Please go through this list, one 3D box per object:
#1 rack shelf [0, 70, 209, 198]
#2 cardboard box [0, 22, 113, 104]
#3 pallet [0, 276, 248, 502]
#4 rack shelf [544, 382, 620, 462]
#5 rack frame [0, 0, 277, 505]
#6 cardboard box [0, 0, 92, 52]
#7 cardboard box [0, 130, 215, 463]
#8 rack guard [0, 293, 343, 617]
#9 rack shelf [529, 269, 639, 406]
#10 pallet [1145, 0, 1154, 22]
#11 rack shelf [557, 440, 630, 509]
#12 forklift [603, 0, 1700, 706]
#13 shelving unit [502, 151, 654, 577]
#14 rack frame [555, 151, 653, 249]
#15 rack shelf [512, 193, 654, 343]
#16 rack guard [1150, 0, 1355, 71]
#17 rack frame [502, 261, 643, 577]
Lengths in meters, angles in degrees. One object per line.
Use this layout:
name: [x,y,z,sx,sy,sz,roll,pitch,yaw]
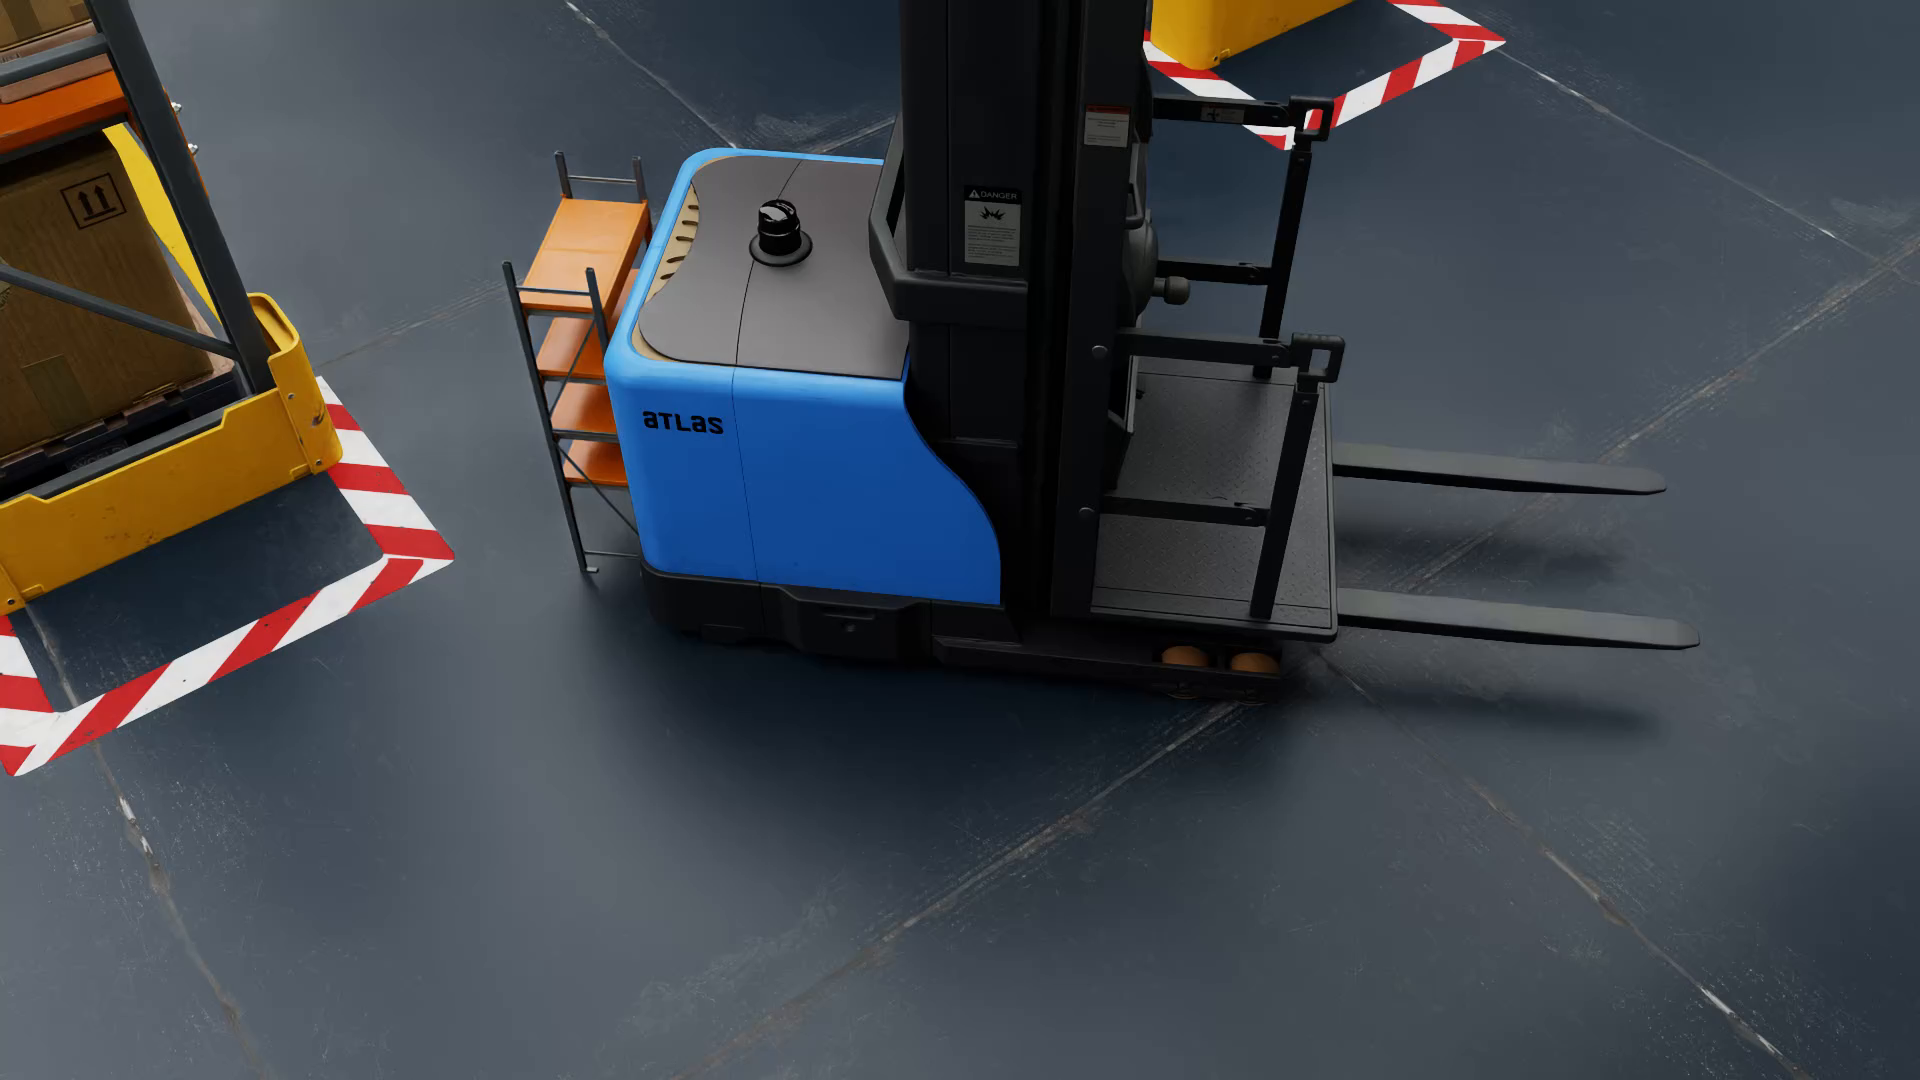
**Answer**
rack shelf: [-3.811,-2.067,5.584,1.077,0.370,4.000,-29,54,-24]
cardboard box: [-2.552,-1.402,4.666,0.380,0.149,0.250,-29,54,-24]
pallet: [-3.146,-0.629,5.677,1.003,0.211,1.213,-29,54,-24]
rack shelf: [-1.030,-0.435,4.925,0.258,0.148,0.480,5,48,4]
rack frame: [-2.600,-1.129,4.249,1.000,3.000,0.127,-29,54,-24]
cardboard box: [-2.675,-1.583,4.560,0.500,0.250,0.500,-31,55,-25]
cardboard box: [-3.051,-0.898,5.190,0.875,0.875,0.875,-29,54,-24]
rack guard: [-2.585,-0.275,5.162,1.175,0.500,0.348,-29,54,-24]
rack shelf: [-1.030,-0.585,4.760,0.258,0.148,0.480,5,48,4]
pallet: [0.874,-2.918,7.753,1.003,0.211,1.213,-29,54,-24]
rack shelf: [-1.030,-0.302,5.073,0.258,0.148,0.480,5,48,4]
forklift: [0.626,-0.926,4.111,3.031,2.935,1.130,5,48,5]
shelving unit: [-1.030,-0.480,4.876,0.258,1.200,0.503,5,48,4]
rack frame: [-1.002,-0.660,5.038,0.240,1.200,0.015,5,48,4]
rack shelf: [-1.030,-0.744,4.584,0.258,0.148,0.480,5,48,4]
rack guard: [1.367,-2.503,7.181,1.175,0.500,0.348,-29,54,-24]
rack frame: [-1.059,-0.301,4.713,0.240,1.200,0.015,5,48,4]
